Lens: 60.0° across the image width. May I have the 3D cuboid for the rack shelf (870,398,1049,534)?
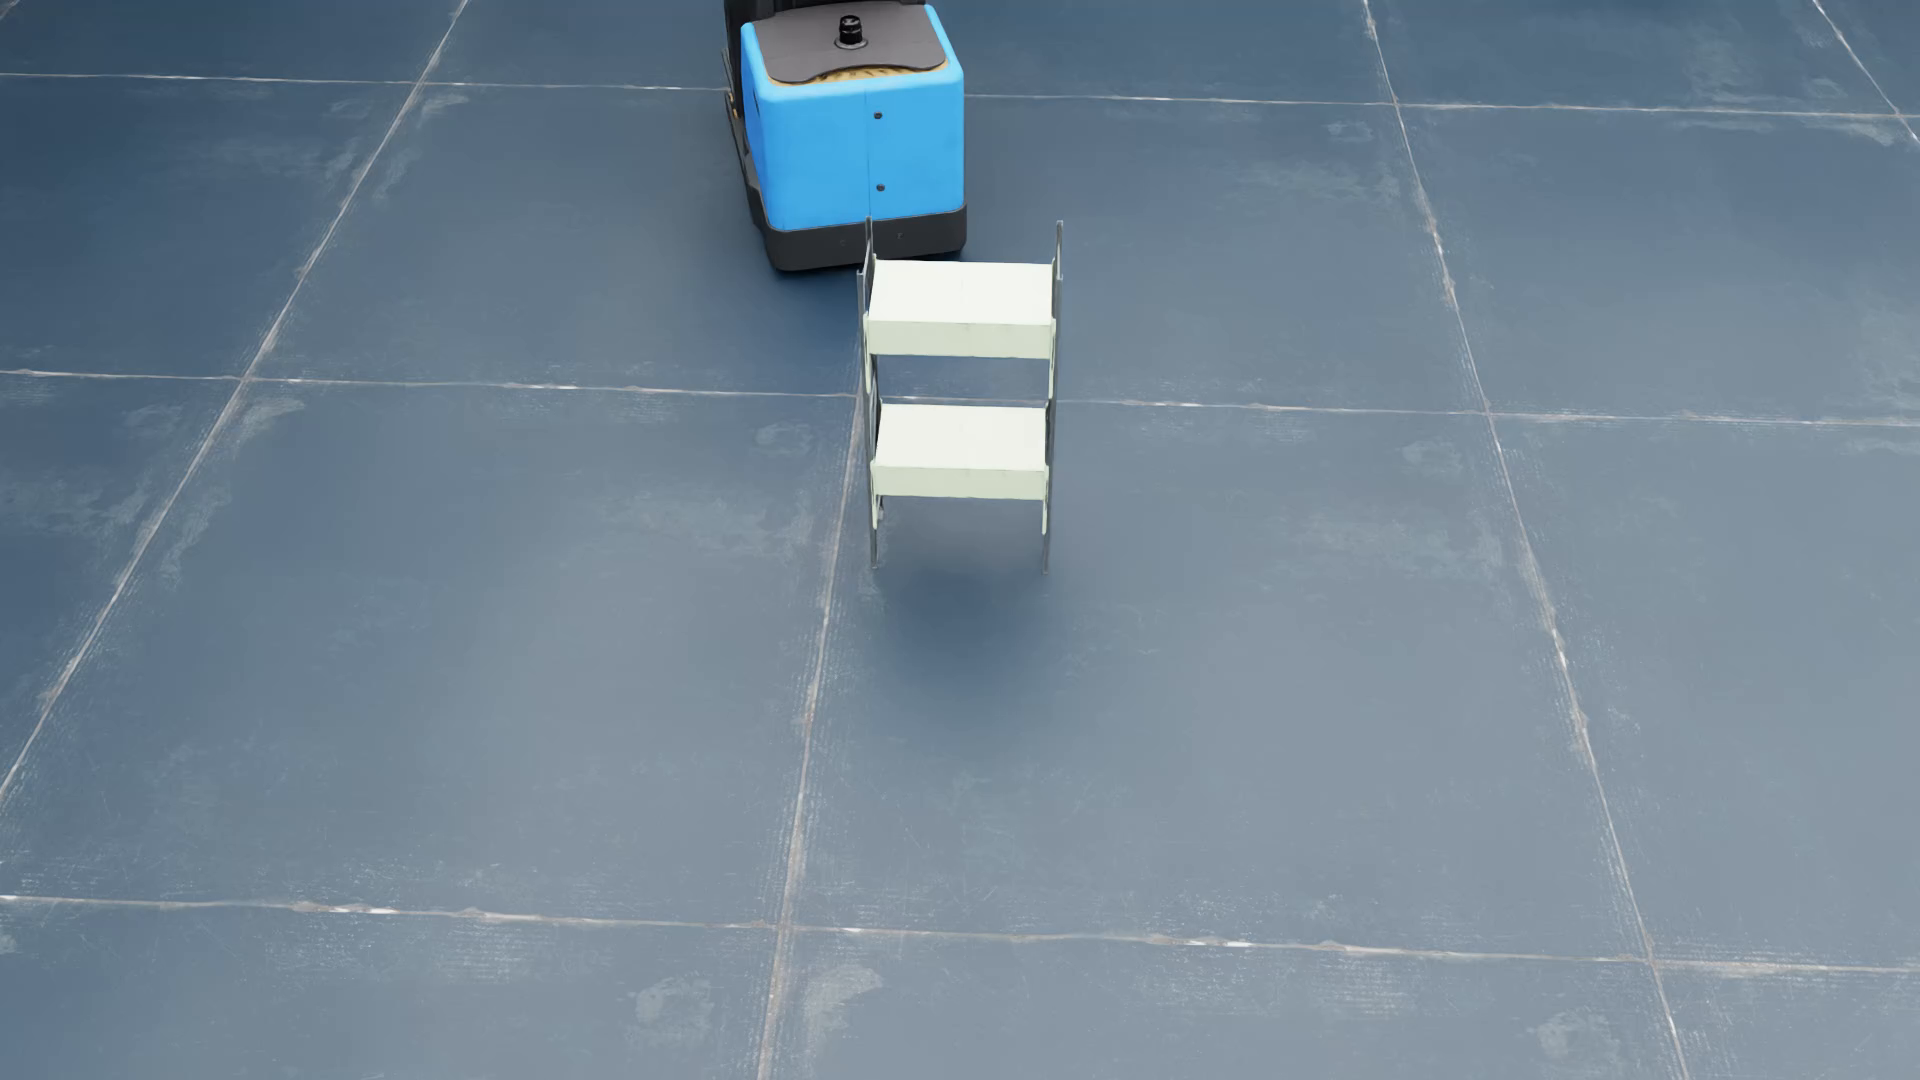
[{"bbox_3d":[0.007,-0.310,6.961,0.720,0.370,0.431,2,43,2],"label":"rack shelf"}]

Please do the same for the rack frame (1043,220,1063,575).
[{"bbox_3d":[0.372,-0.537,6.727,0.023,1.500,0.400,2,43,2],"label":"rack frame"}]

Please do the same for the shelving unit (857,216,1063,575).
[{"bbox_3d":[0.007,-0.549,6.739,0.755,1.500,0.431,2,43,2],"label":"shelving unit"}]

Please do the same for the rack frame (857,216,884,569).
[{"bbox_3d":[-0.359,-0.560,6.751,0.023,1.500,0.400,2,43,2],"label":"rack frame"}]

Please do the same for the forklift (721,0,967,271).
[{"bbox_3d":[-0.784,-3.489,8.845,1.130,2.935,3.031,-9,44,-9],"label":"forklift"}]

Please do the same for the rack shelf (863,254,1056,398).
[{"bbox_3d":[0.007,-0.834,6.473,0.720,0.370,0.431,2,43,2],"label":"rack shelf"}]
